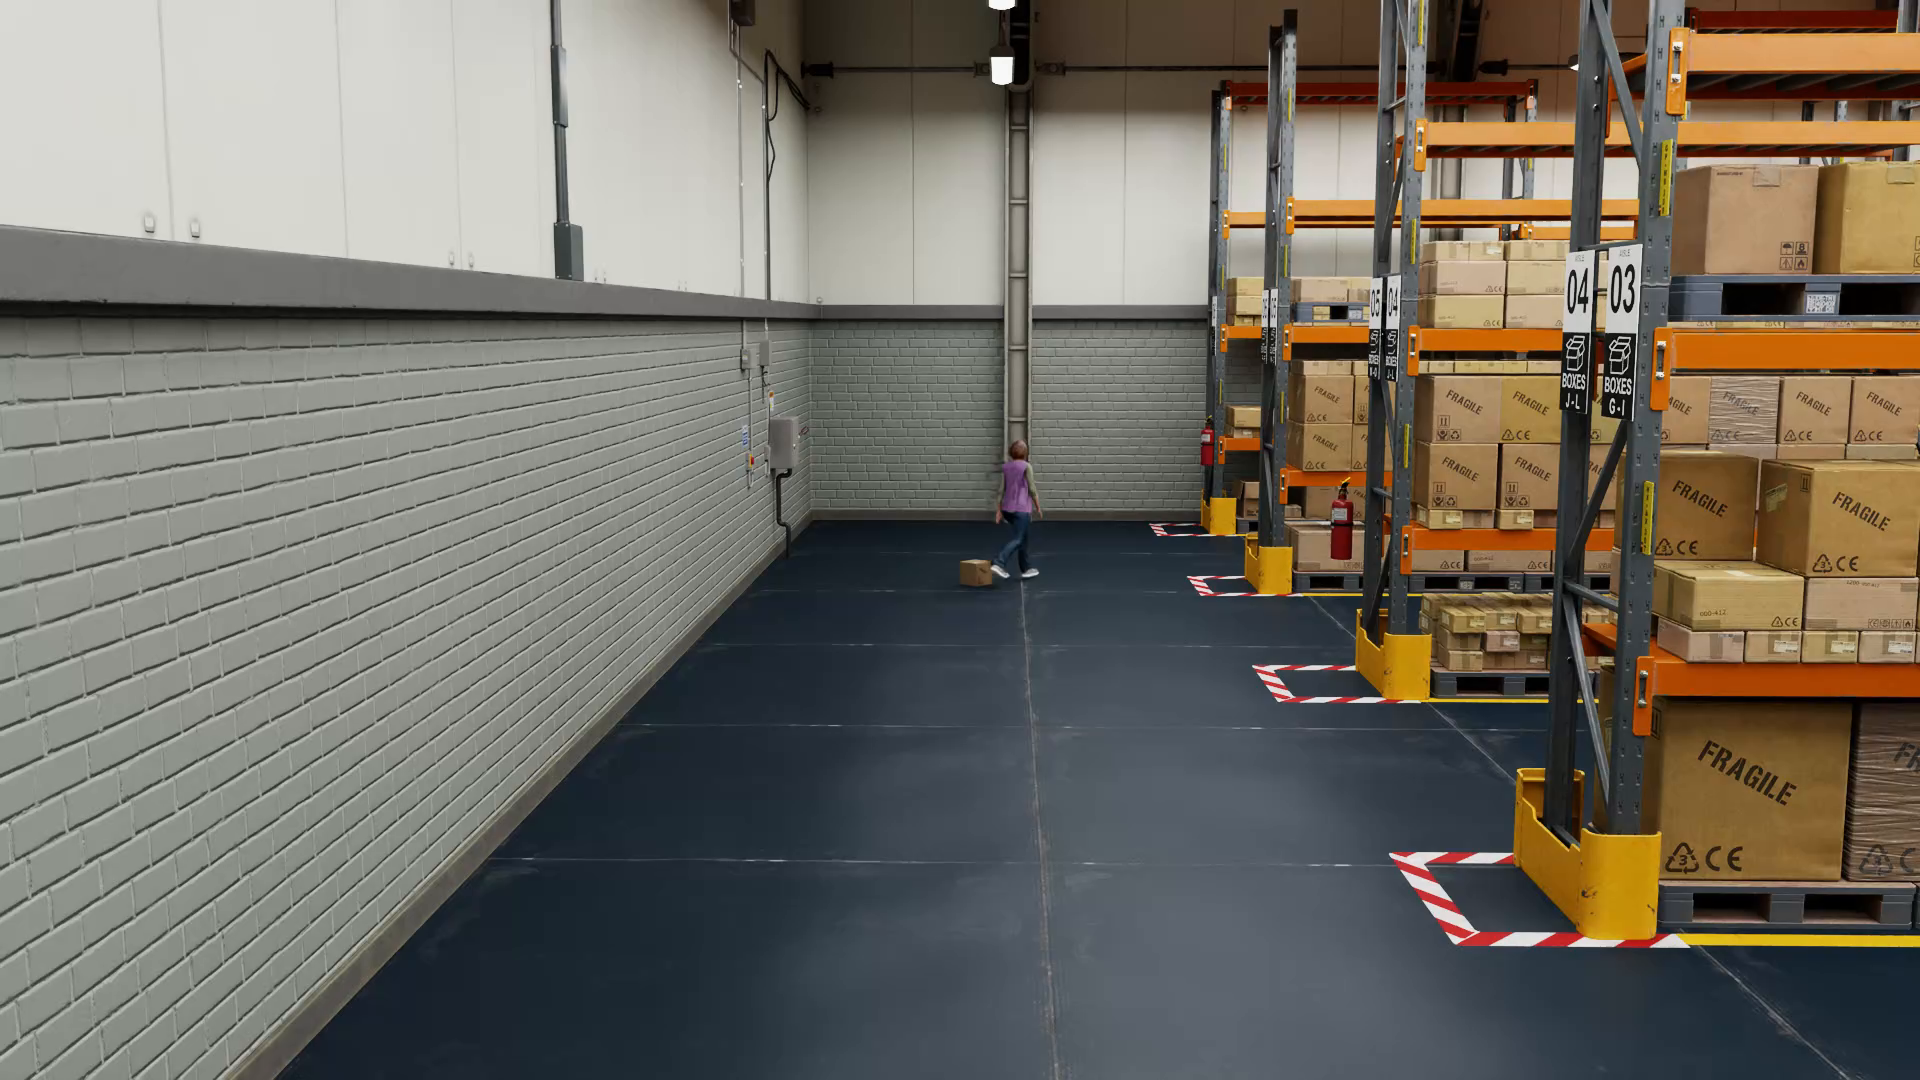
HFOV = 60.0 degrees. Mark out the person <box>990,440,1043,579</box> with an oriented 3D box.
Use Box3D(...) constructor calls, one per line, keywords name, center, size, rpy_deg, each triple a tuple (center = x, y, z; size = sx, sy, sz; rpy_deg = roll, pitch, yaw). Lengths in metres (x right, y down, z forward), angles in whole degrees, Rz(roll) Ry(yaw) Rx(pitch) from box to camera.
Box3D(name="person", center=(0.605, -0.323, 18.292), size=(0.426, 1.540, 0.968), rpy_deg=(6, 10, 41))
